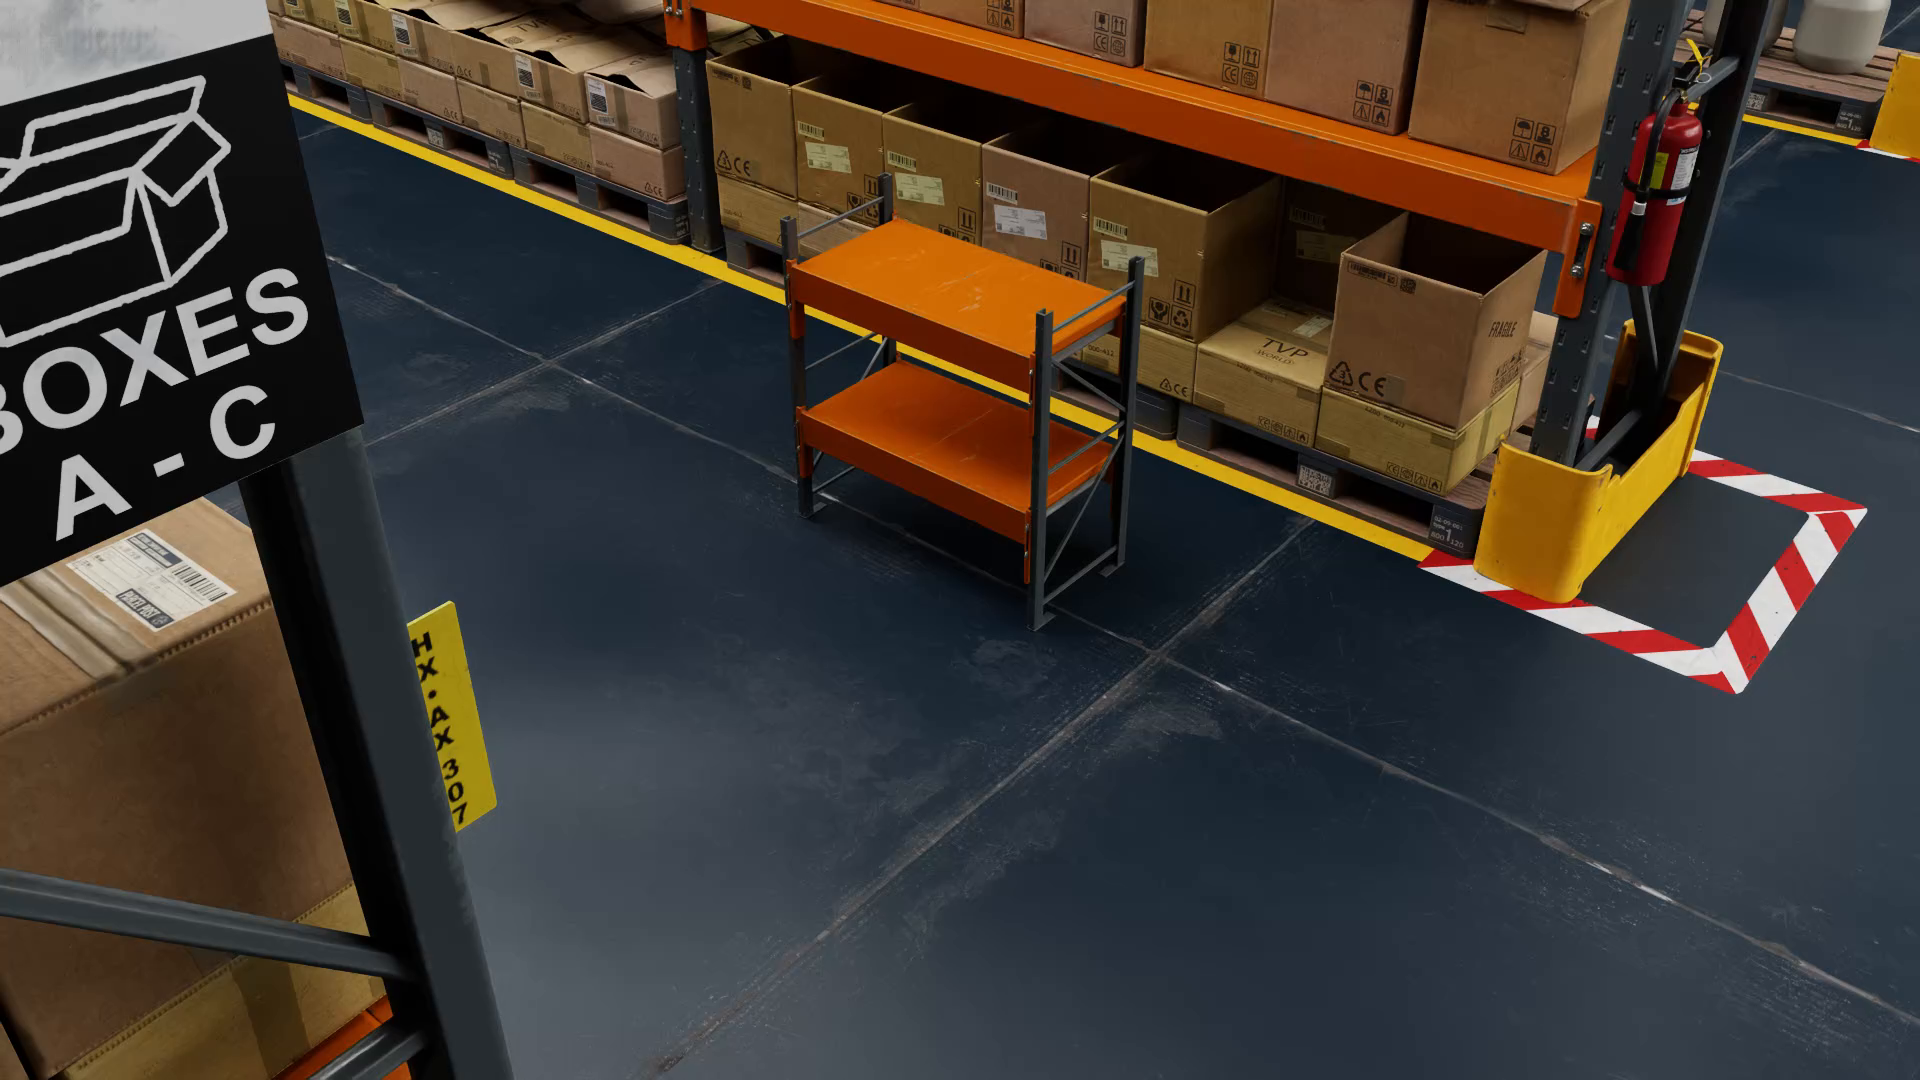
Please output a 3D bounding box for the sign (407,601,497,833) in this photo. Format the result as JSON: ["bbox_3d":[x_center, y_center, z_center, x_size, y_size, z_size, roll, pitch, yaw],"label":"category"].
[{"bbox_3d":[-0.625,0.226,2.006,0.005,0.325,0.100,25,42,32],"label":"sign"}]

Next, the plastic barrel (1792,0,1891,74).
[{"bbox_3d":[4.812,-2.843,9.067,0.421,0.512,0.421,0,34,0],"label":"plastic barrel"}]

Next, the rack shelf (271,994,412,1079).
[{"bbox_3d":[-2.510,0.392,3.166,4.000,0.370,1.077,25,42,32],"label":"rack shelf"}]

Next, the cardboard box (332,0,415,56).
[{"bbox_3d":[-2.940,-2.816,8.763,0.500,0.311,0.500,24,41,31],"label":"cardboard box"}]

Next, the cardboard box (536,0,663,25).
[{"bbox_3d":[-1.818,-2.685,8.573,0.500,0.311,0.500,24,41,30],"label":"cardboard box"}]

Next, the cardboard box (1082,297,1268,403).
[{"bbox_3d":[0.816,-0.799,6.321,0.500,0.250,0.500,25,42,32],"label":"cardboard box"}]

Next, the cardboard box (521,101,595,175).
[{"bbox_3d":[-1.772,-2.034,8.120,0.500,0.250,0.500,25,41,31],"label":"cardboard box"}]

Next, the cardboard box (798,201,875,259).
[{"bbox_3d":[-0.337,-1.342,7.113,0.500,0.250,0.500,25,42,32],"label":"cardboard box"}]

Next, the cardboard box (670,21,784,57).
[{"bbox_3d":[-1.038,-2.315,8.034,0.500,0.311,0.500,25,42,32],"label":"cardboard box"}]

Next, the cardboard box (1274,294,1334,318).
[{"bbox_3d":[1.538,-0.847,6.392,0.500,0.250,0.500,25,42,32],"label":"cardboard box"}]

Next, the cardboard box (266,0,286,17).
[{"bbox_3d":[-3.739,-3.188,9.305,0.500,0.311,0.500,27,43,33],"label":"cardboard box"}]

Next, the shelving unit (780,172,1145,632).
[{"bbox_3d":[-0.005,-0.466,5.435,1.048,1.125,0.538,25,42,32],"label":"shelving unit"}]

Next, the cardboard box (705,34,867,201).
[{"bbox_3d":[-0.724,-1.831,7.161,0.500,0.500,0.500,25,42,32],"label":"cardboard box"}]

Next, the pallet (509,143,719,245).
[{"bbox_3d":[-1.471,-1.886,8.310,1.213,0.211,1.003,25,42,32],"label":"pallet"}]

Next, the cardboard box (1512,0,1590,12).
[{"bbox_3d":[1.779,-1.701,4.916,0.250,0.149,0.380,24,41,31],"label":"cardboard box"}]

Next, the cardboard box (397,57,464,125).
[{"bbox_3d":[-2.555,-2.404,8.658,0.500,0.250,0.500,26,42,33],"label":"cardboard box"}]

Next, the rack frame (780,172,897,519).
[{"bbox_3d":[-0.396,-0.650,5.703,0.032,1.125,0.500,25,42,32],"label":"rack frame"}]

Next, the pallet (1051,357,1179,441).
[{"bbox_3d":[0.646,-0.888,6.857,1.213,0.211,1.003,25,42,32],"label":"pallet"}]

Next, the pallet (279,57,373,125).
[{"bbox_3d":[-3.346,-2.770,9.597,1.213,0.211,1.003,25,42,32],"label":"pallet"}]

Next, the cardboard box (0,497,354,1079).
[{"bbox_3d":[-1.147,0.260,2.174,0.500,0.500,0.500,25,42,32],"label":"cardboard box"}]

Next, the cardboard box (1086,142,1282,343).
[{"bbox_3d":[0.814,-1.106,6.107,0.500,0.500,0.500,25,42,32],"label":"cardboard box"}]

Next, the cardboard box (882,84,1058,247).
[{"bbox_3d":[0.045,-1.468,6.634,0.500,0.500,0.500,25,42,32],"label":"cardboard box"}]

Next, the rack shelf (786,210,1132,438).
[{"bbox_3d":[-0.005,-0.707,5.269,1.000,0.278,0.538,25,42,32],"label":"rack shelf"}]

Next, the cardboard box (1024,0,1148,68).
[{"bbox_3d":[0.652,-2.113,6.088,0.500,0.500,0.700,27,43,33],"label":"cardboard box"}]

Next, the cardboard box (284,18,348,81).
[{"bbox_3d":[-3.353,-2.775,9.199,0.500,0.250,0.500,24,41,31],"label":"cardboard box"}]

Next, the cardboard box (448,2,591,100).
[{"bbox_3d":[-2.160,-2.446,8.225,0.500,0.311,0.500,25,42,32],"label":"cardboard box"}]

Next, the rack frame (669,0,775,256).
[{"bbox_3d":[-0.880,-2.786,7.157,0.127,3.000,1.000,25,42,32],"label":"rack frame"}]

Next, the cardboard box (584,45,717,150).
[{"bbox_3d":[-1.375,-2.079,7.690,0.500,0.311,0.500,25,42,32],"label":"cardboard box"}]

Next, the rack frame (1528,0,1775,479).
[{"bbox_3d":[2.194,-1.337,5.047,0.127,3.000,1.000,25,42,32],"label":"rack frame"}]

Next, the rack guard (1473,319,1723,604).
[{"bbox_3d":[2.213,-0.298,5.742,0.348,0.500,1.175,25,42,32],"label":"rack guard"}]

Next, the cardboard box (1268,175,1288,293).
[{"bbox_3d":[1.146,-1.333,6.436,0.500,0.500,0.500,25,42,32],"label":"cardboard box"}]

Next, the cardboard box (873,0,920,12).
[{"bbox_3d":[-0.125,-2.481,6.625,0.500,0.500,0.700,25,42,31],"label":"cardboard box"}]

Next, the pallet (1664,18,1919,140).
[{"bbox_3d":[4.657,-2.645,9.415,1.213,0.211,1.003,25,42,32],"label":"pallet"}]

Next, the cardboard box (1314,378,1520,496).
[{"bbox_3d":[1.593,-0.442,5.803,0.500,0.250,0.500,25,42,32],"label":"cardboard box"}]

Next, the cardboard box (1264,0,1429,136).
[{"bbox_3d":[1.437,-1.741,5.547,0.500,0.500,0.700,26,42,33],"label":"cardboard box"}]
